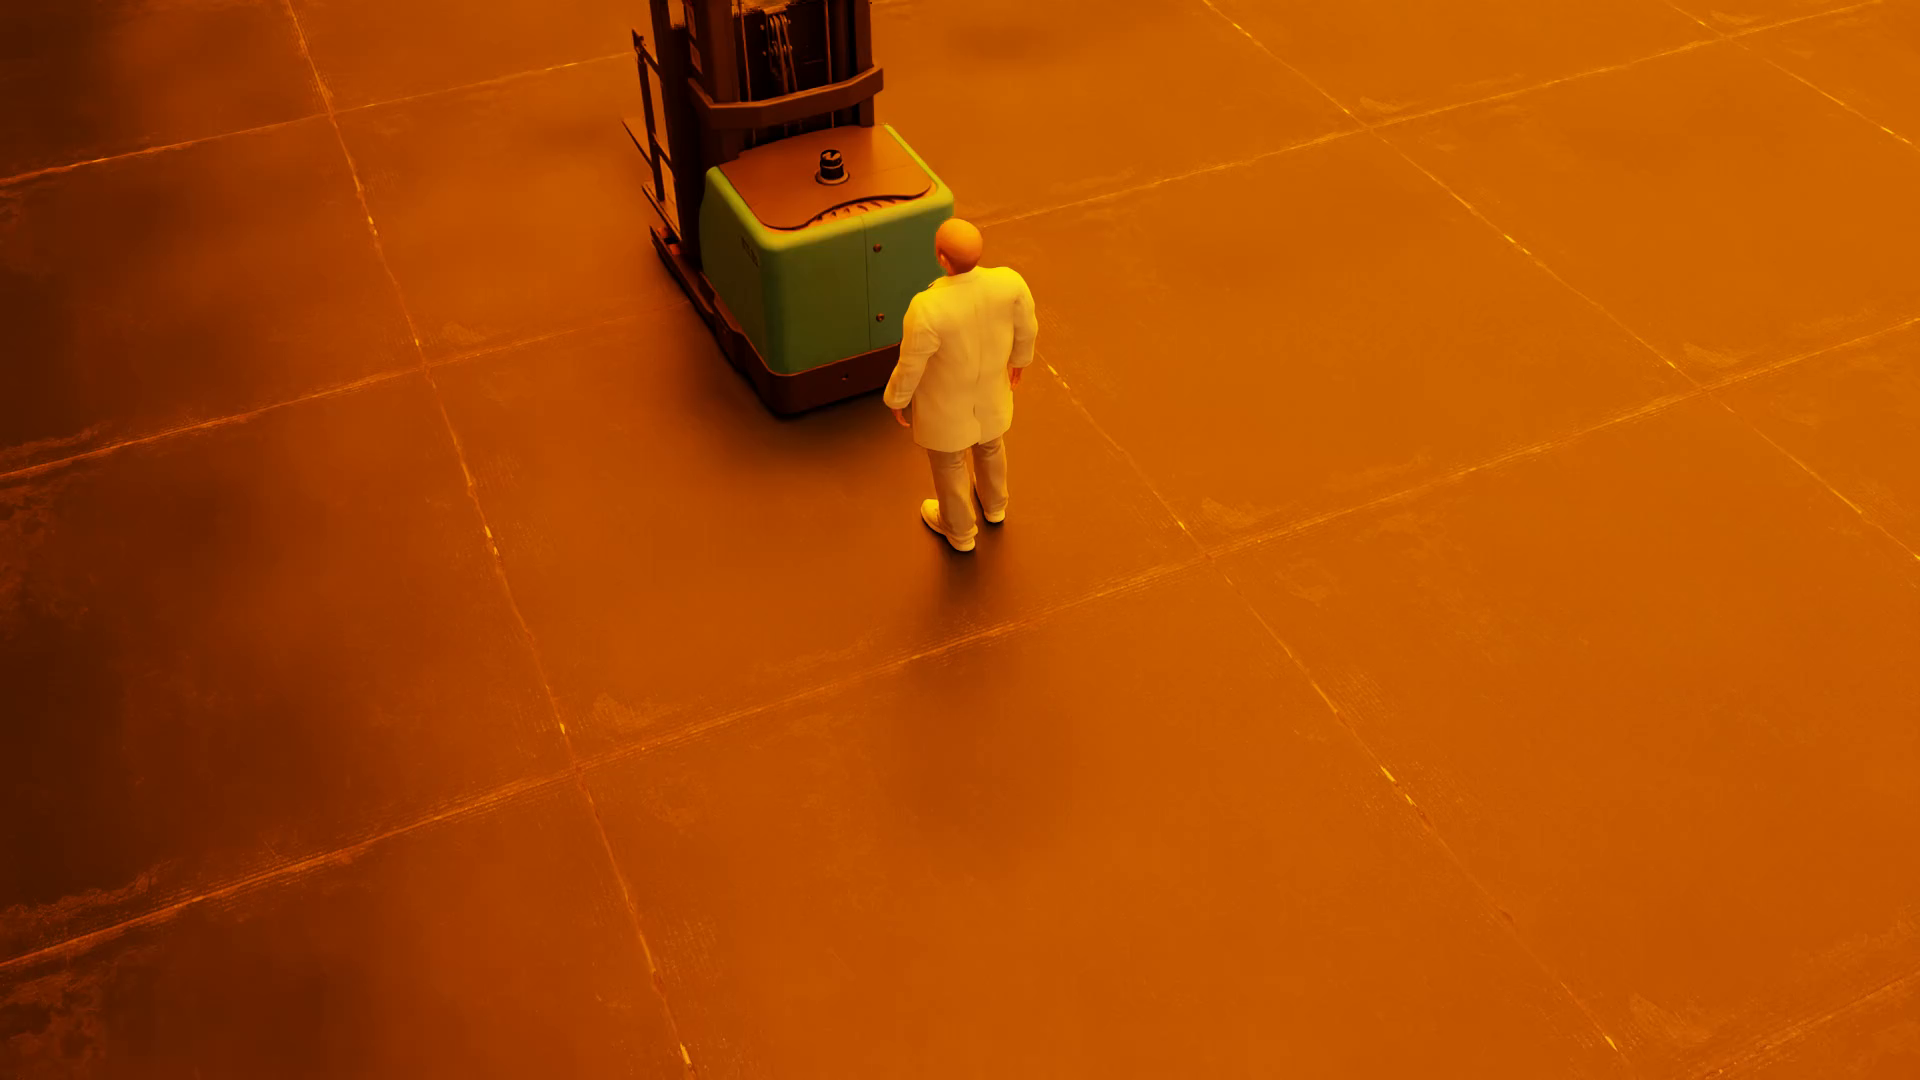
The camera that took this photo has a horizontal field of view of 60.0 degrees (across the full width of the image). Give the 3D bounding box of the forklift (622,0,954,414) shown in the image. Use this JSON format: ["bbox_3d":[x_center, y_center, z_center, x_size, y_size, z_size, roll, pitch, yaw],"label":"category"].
[{"bbox_3d":[-1.121,-2.717,8.591,1.130,2.935,3.031,-19,46,-19],"label":"forklift"}]

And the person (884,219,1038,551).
[{"bbox_3d":[-0.035,-0.713,7.279,0.696,1.778,0.578,-18,46,-18],"label":"person"}]
